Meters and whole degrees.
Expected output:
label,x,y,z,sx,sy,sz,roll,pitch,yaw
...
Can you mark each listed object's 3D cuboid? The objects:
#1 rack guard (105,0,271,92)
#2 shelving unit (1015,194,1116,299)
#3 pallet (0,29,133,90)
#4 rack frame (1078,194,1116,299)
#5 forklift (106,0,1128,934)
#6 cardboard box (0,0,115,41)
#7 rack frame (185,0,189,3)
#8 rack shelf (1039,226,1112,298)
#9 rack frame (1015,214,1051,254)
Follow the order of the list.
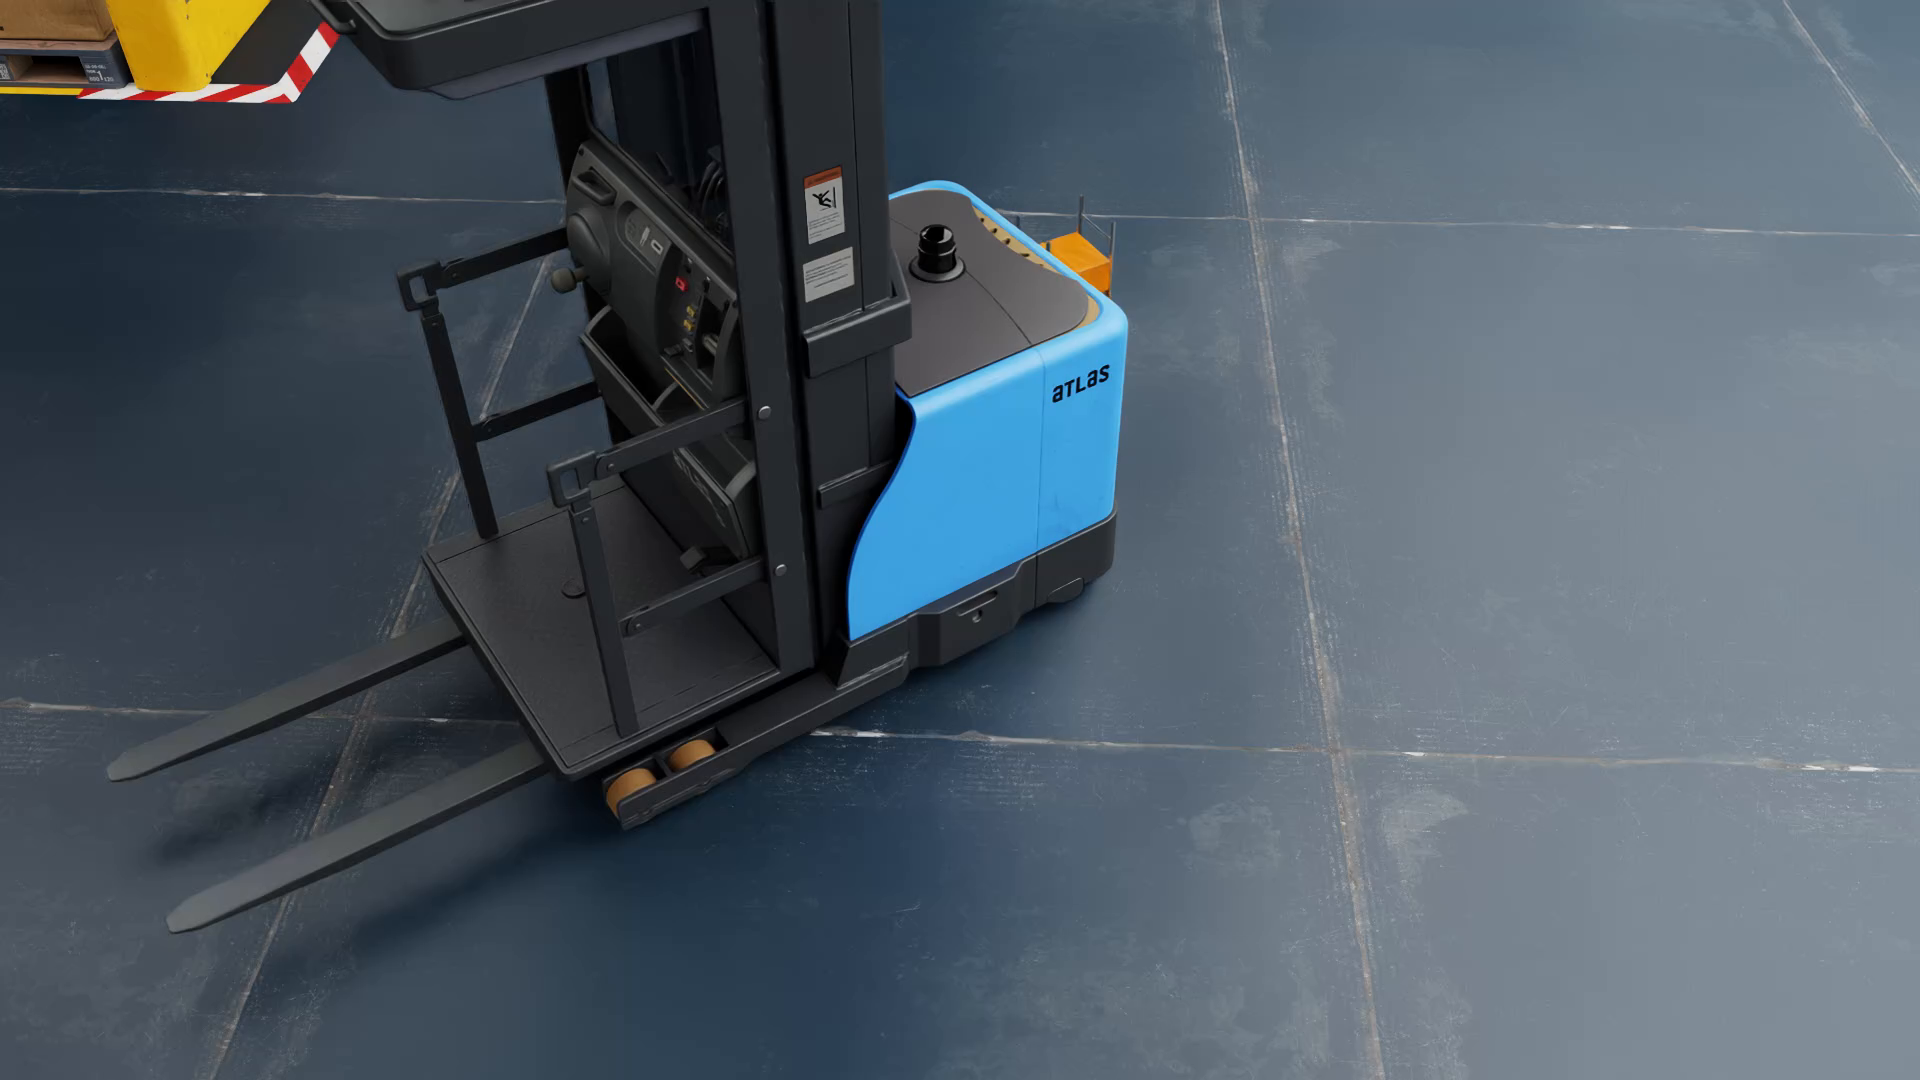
label,x,y,z,sx,sy,sz,roll,pitch,yaw
rack guard,-3.834,-2.764,8.350,0.348,0.500,1.175,2,43,2
shelving unit,0.337,-0.642,5.669,0.252,1.050,0.215,-22,47,-22
pallet,-4.661,-2.630,8.418,1.213,0.211,1.003,2,43,2
rack frame,0.443,-0.684,5.714,0.008,1.050,0.200,-22,47,-22
forklift,-0.990,-0.655,4.303,3.031,2.935,1.130,-25,48,-24
cardboard box,-4.539,-3.031,8.054,0.875,0.875,0.875,2,43,2
rack frame,-3.858,-3.679,7.499,0.127,3.000,1.000,2,43,2
rack shelf,0.337,-0.842,5.483,0.240,0.259,0.215,-22,47,-22
rack frame,0.232,-0.600,5.624,0.008,1.050,0.200,-22,47,-22
